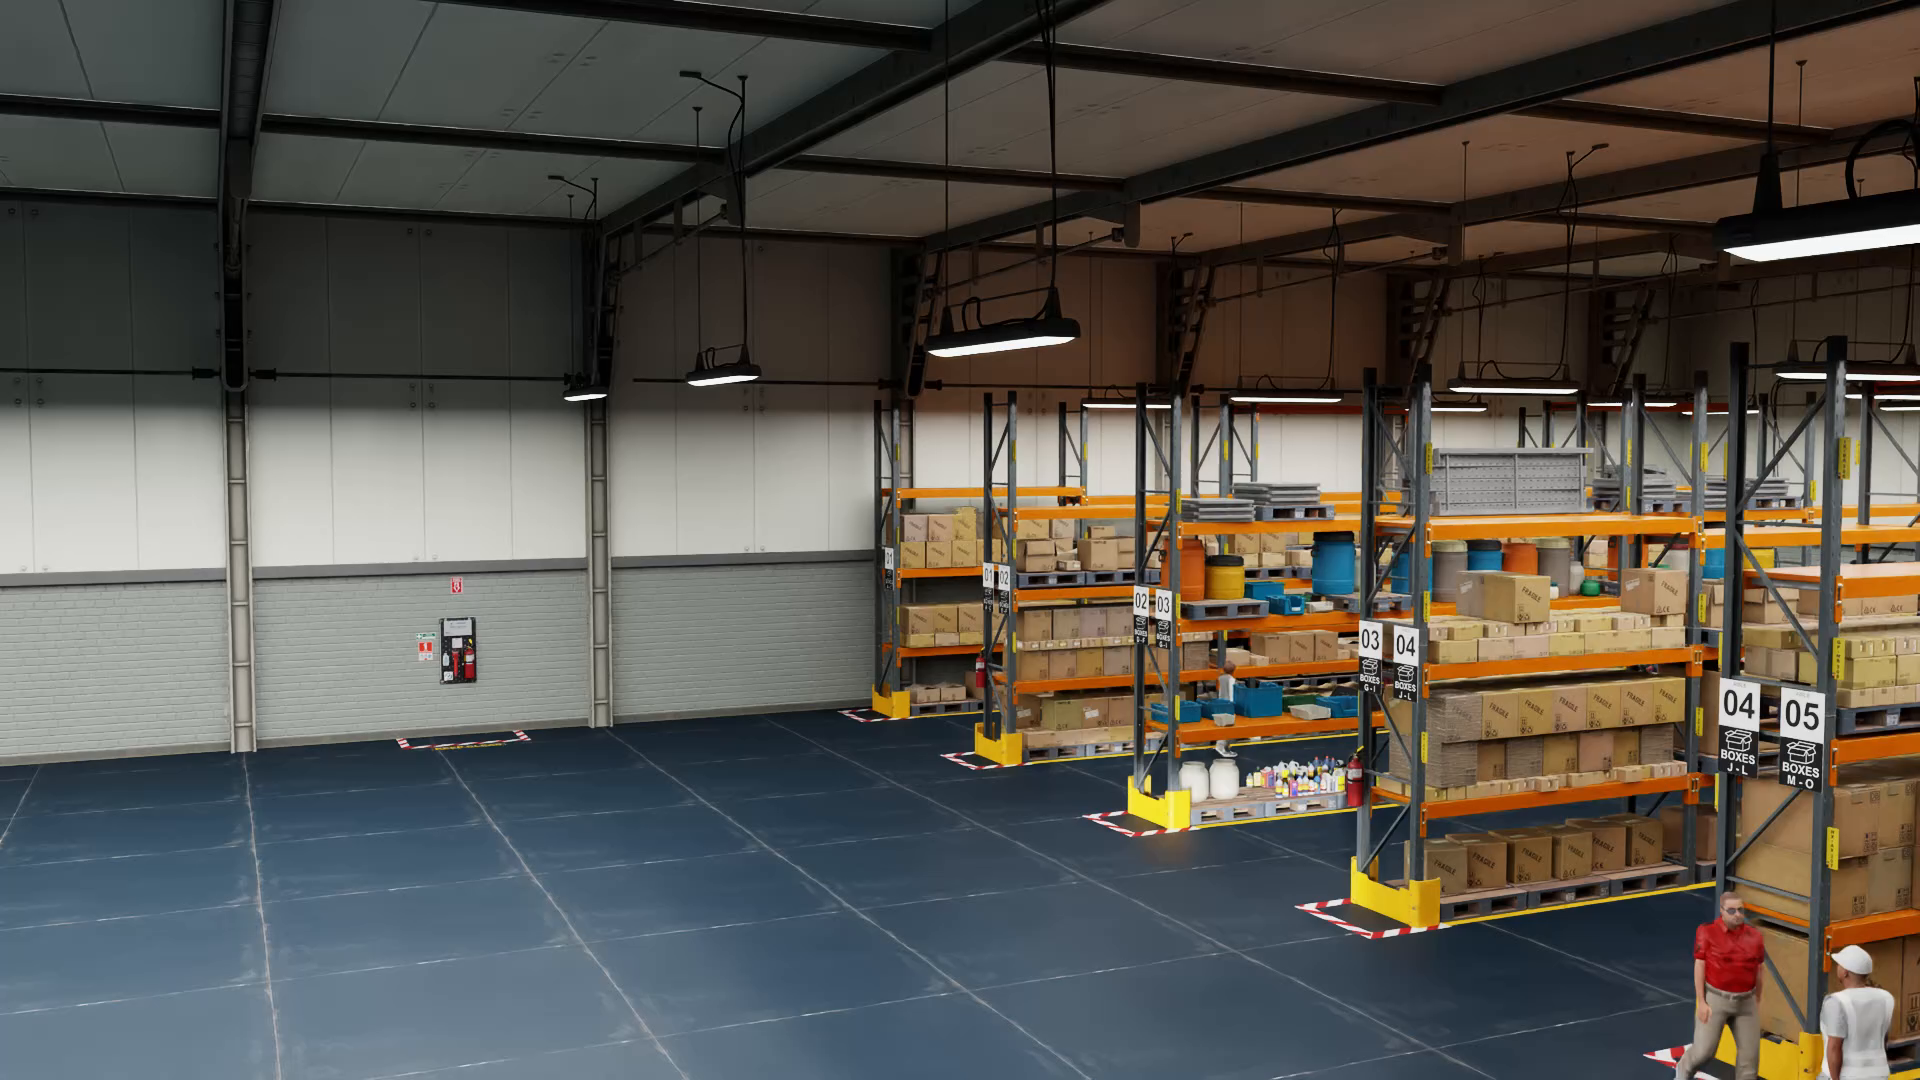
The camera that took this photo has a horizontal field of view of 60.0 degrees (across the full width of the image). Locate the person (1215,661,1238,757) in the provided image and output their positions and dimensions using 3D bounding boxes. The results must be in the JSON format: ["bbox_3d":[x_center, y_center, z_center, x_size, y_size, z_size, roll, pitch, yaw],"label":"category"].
[{"bbox_3d":[4.368,2.783,27.302,0.480,1.596,0.462,-1,4,-24],"label":"person"}]

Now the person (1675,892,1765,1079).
[{"bbox_3d":[5.873,3.550,12.783,0.577,1.715,0.656,0,3,4],"label":"person"}]

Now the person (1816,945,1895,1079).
[{"bbox_3d":[6.086,3.630,11.353,0.553,1.734,1.081,-1,3,-10],"label":"person"}]
